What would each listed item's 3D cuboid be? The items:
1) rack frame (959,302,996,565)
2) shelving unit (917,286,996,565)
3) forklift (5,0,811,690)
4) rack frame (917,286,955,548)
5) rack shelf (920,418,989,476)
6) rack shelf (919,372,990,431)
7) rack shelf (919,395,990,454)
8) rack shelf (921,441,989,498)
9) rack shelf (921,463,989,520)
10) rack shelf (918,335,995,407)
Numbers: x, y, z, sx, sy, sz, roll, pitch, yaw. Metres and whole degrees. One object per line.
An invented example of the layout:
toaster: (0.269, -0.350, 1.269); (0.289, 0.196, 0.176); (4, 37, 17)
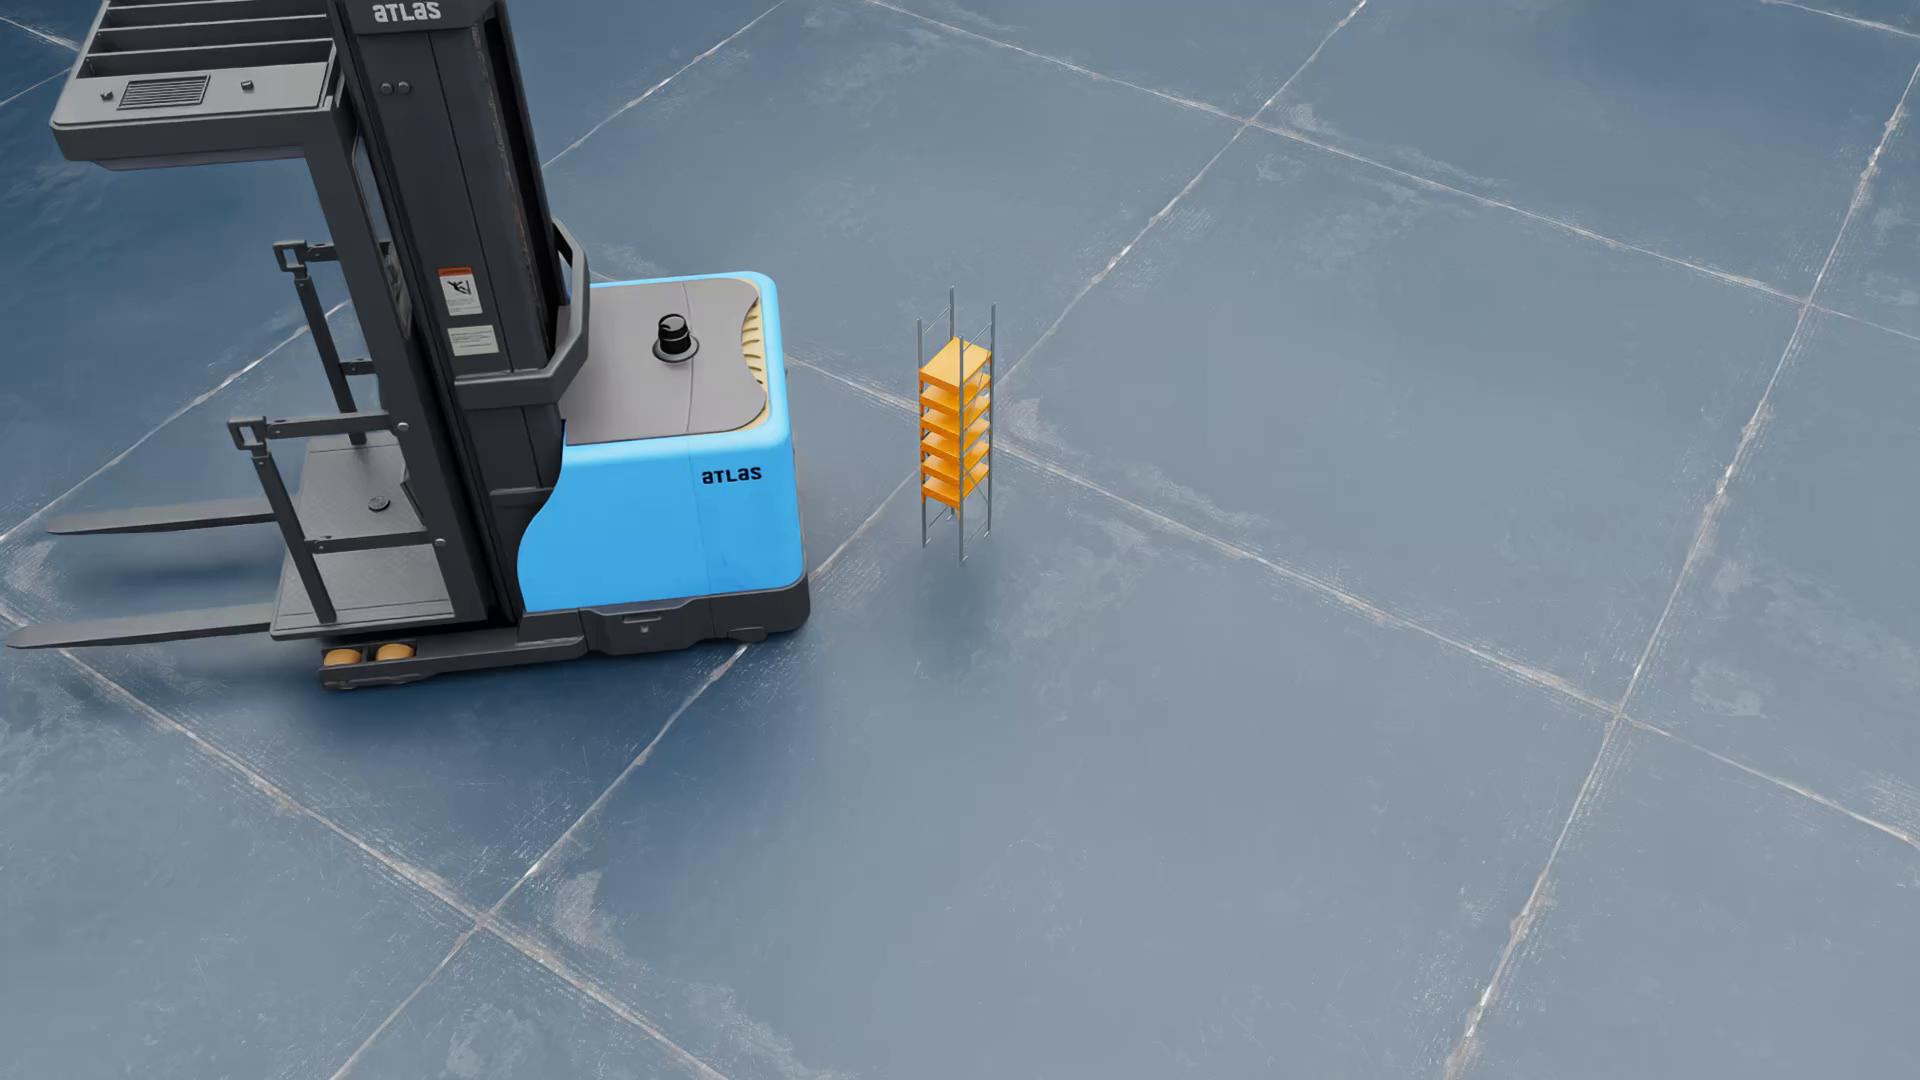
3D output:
rack frame: (0.065, -0.388, 6.513); (0.006, 1.200, 0.240); (25, 51, 22)
shelving unit: (-0.012, -0.424, 6.547); (0.189, 1.200, 0.258); (25, 51, 22)
forklift: (-2.151, -0.851, 5.755); (3.031, 2.935, 1.130); (-6, 46, -5)
rack frame: (-0.089, -0.459, 6.581); (0.006, 1.200, 0.240); (25, 51, 22)
rack shelf: (-0.012, -0.393, 6.579); (0.180, 0.103, 0.258); (25, 51, 22)
rack shelf: (-0.012, -0.560, 6.407); (0.180, 0.103, 0.258); (25, 51, 22)
rack shelf: (-0.012, -0.476, 6.493); (0.180, 0.103, 0.258); (25, 51, 22)
rack shelf: (-0.012, -0.309, 6.665); (0.180, 0.103, 0.258); (25, 51, 22)
rack shelf: (-0.012, -0.226, 6.751); (0.180, 0.103, 0.258); (25, 51, 22)
rack shelf: (-0.012, -0.644, 6.321); (0.180, 0.103, 0.258); (25, 51, 22)
